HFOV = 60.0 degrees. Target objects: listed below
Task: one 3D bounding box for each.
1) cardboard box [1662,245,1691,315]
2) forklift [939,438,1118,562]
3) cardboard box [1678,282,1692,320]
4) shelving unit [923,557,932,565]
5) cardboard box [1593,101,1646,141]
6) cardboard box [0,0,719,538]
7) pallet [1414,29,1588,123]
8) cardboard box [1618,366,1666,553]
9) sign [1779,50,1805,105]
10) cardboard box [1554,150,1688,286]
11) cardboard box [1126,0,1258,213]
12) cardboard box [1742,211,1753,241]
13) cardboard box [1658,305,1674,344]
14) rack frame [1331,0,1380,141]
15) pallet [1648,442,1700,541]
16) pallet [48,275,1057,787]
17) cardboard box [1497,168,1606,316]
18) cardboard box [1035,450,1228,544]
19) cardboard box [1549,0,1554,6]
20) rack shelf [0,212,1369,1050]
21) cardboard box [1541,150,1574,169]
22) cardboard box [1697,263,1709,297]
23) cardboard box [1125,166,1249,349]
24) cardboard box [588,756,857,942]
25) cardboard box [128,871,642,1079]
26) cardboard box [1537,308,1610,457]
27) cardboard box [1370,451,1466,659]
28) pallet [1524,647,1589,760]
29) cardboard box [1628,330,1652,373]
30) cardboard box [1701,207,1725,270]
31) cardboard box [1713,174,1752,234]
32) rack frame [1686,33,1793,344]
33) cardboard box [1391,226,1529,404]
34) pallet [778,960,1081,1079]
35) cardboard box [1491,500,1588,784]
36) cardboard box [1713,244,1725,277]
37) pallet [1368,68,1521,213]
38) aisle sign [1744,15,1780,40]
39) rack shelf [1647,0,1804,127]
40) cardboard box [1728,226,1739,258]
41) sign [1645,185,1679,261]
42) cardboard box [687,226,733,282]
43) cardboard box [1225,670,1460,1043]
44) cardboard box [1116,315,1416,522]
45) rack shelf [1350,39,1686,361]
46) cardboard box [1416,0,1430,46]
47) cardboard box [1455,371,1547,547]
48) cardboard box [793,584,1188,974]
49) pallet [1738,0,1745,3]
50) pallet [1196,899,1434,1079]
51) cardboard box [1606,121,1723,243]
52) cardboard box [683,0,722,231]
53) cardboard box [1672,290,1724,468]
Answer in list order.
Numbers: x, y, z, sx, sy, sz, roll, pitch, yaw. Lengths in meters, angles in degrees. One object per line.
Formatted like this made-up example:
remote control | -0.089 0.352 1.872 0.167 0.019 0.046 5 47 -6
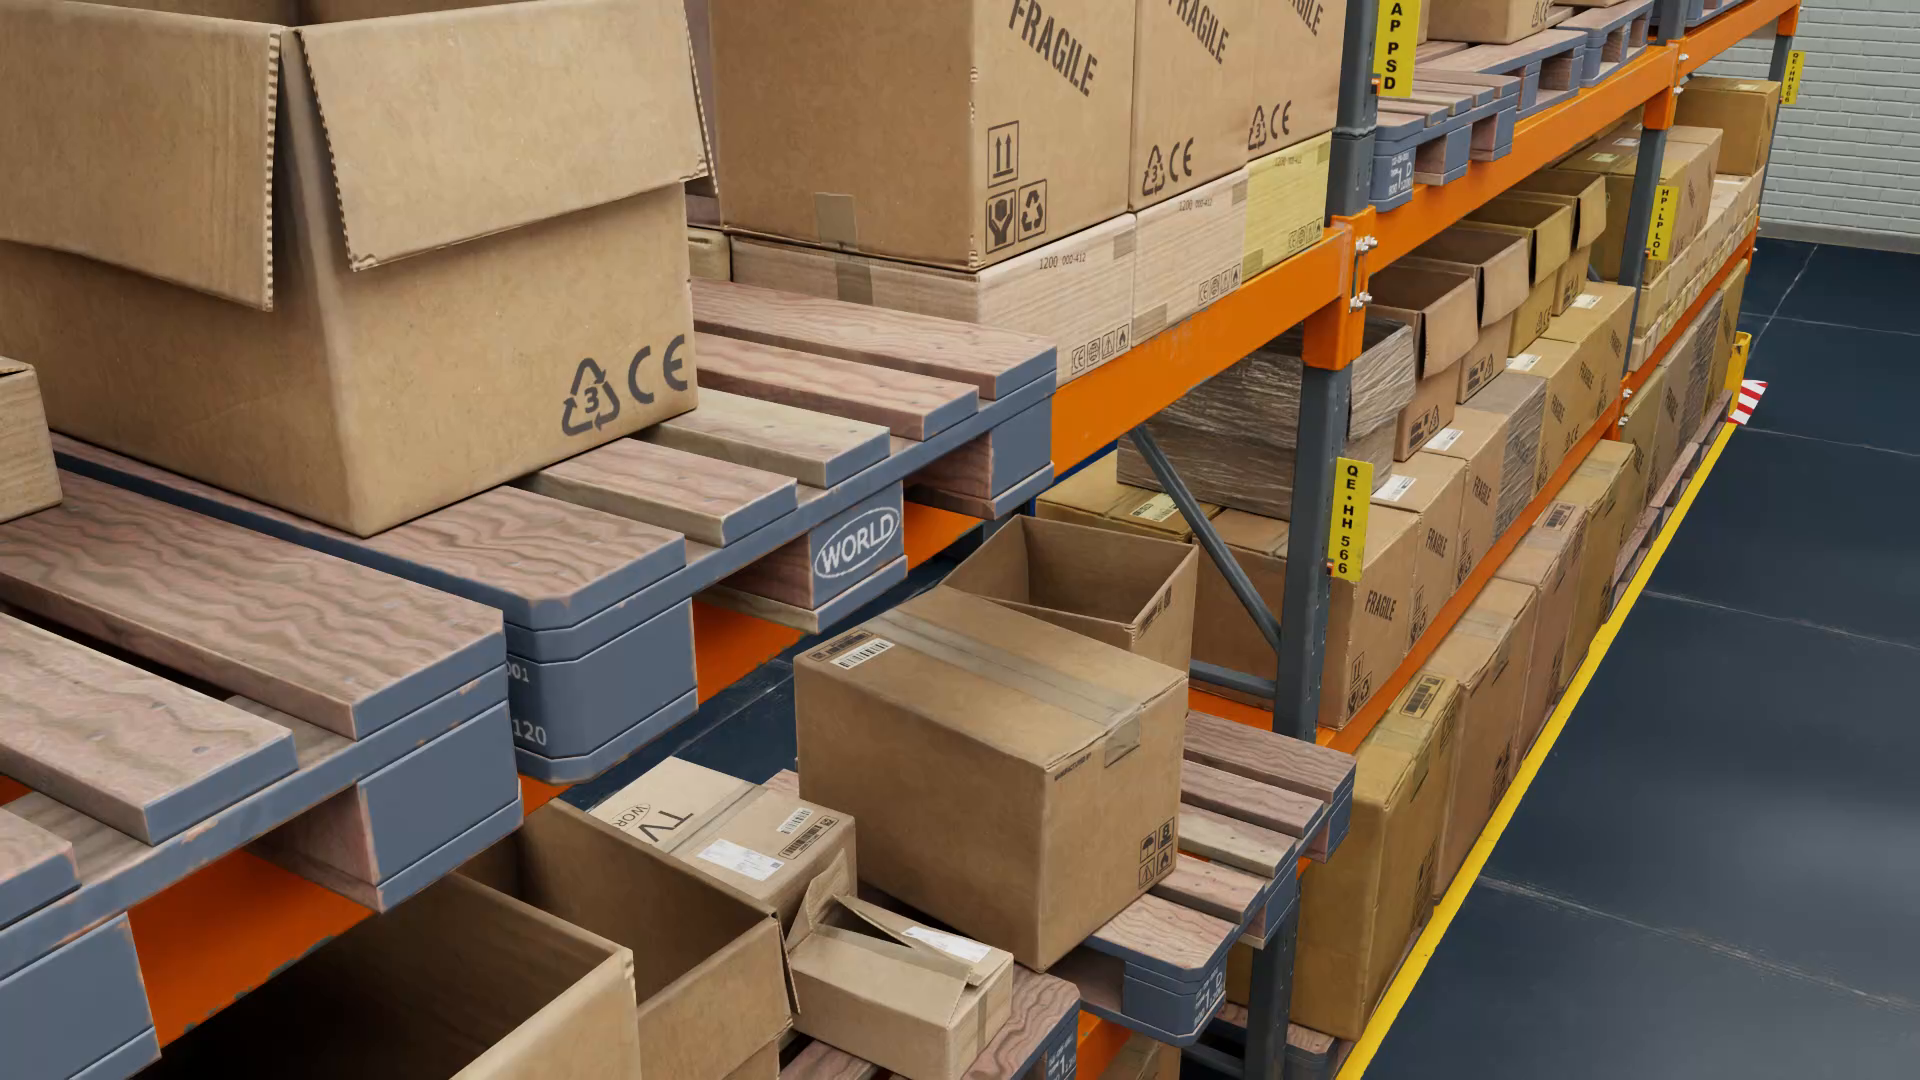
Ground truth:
cardboard box | 3.369 -1.354 8.416 0.500 0.250 0.500 14 27 29
forklift | 0.855 -1.676 9.431 1.130 2.935 3.031 21 31 39
cardboard box | 3.619 -1.284 8.756 0.380 0.149 0.250 13 27 28
shelving unit | -0.556 -0.504 8.526 0.431 1.500 0.755 21 31 39
cardboard box | 3.727 -2.327 9.720 0.500 0.500 0.500 13 27 28
cardboard box | -0.760 -0.388 1.937 0.797 0.503 0.637 15 28 31
pallet | 1.404 -1.562 5.544 1.003 0.211 1.213 15 28 31
cardboard box | 3.048 -0.439 8.635 0.875 0.875 0.875 14 27 29
sign | 5.195 -2.887 10.388 0.100 0.325 0.005 14 27 29
cardboard box | 3.101 -1.535 7.892 0.500 0.500 0.500 14 27 29
cardboard box | 0.221 -0.929 3.089 0.500 0.500 0.500 14 27 29
cardboard box | 4.698 -1.973 10.348 0.380 0.149 0.250 14 27 29
cardboard box | 3.347 -1.108 8.350 0.380 0.149 0.250 15 28 31
rack frame | 0.522 -2.419 3.510 1.000 3.000 0.127 14 27 29
pallet | 3.742 -0.390 9.884 1.003 0.211 1.213 14 27 29
pallet | -0.628 -0.143 2.264 1.213 0.211 1.003 14 27 29
cardboard box | 2.302 -1.305 7.099 0.797 0.503 0.637 13 27 28
cardboard box | 0.571 0.070 5.187 0.500 0.500 0.500 15 27 31
cardboard box | 1.976 -2.193 6.347 0.500 0.311 0.500 13 27 27
rack shelf | -0.533 -0.037 2.689 1.077 0.370 4.000 14 27 29
cardboard box | 2.647 -1.639 8.130 0.500 0.500 0.500 15 27 30
cardboard box | 3.891 -1.457 9.156 0.380 0.149 0.250 13 27 27
cardboard box | 0.229 -0.591 3.253 0.500 0.250 0.500 14 27 29
cardboard box | -0.558 0.728 3.453 0.500 0.250 0.500 13 27 27
cardboard box | -1.050 0.978 1.932 1.000 1.000 1.000 14 27 29
cardboard box | 2.350 -0.681 6.921 0.500 0.500 0.500 15 27 31
cardboard box | 1.279 0.007 5.332 0.500 0.500 0.500 13 27 28
pallet | 2.289 0.540 7.736 1.003 0.211 1.213 14 27 29
cardboard box | 3.070 -0.930 7.940 0.380 0.149 0.250 14 27 29
cardboard box | 3.904 -1.695 9.203 0.500 0.250 0.500 14 27 29
cardboard box | 4.443 -2.043 10.008 0.500 0.250 0.500 13 27 28
rack frame | 4.742 -2.366 10.939 1.000 3.000 0.127 14 27 29
cardboard box | 1.615 -0.862 6.078 0.797 0.503 0.637 15 27 31
pallet | -0.488 1.099 3.177 1.003 0.211 1.213 14 27 29
cardboard box | 1.840 0.289 6.953 1.225 0.875 0.875 13 27 27
cardboard box | 4.160 -1.629 9.552 0.380 0.149 0.250 14 27 29
pallet | 0.816 -1.184 4.671 1.213 0.211 1.003 15 28 31
aisle sign | 5.034 -3.520 10.333 0.394 0.787 0.004 14 27 29
rack shelf | 3.687 -2.737 8.927 1.077 0.370 4.000 14 27 29
cardboard box | 4.431 -1.804 9.958 0.380 0.149 0.250 14 27 30
sign | 3.098 -1.400 7.351 0.100 0.325 0.005 14 27 29
cardboard box | -0.477 -0.519 3.087 0.500 0.250 0.500 15 27 30
cardboard box | 0.903 0.888 5.568 1.225 0.875 0.875 12 26 27
cardboard box | 0.921 -0.415 5.045 0.797 0.503 0.637 15 28 31
rack shelf | 1.577 -1.387 5.808 1.077 0.370 4.000 14 27 29
cardboard box | 1.163 -1.811 5.229 0.500 0.500 0.500 16 28 32
cardboard box | 1.812 -0.335 6.122 0.500 0.500 0.500 14 27 29
cardboard box | 0.061 0.496 3.674 0.700 0.500 0.500 19 30 37
pallet | 3.716 -3.036 8.822 1.003 0.211 1.213 14 27 29
pallet | 1.001 1.364 5.834 1.003 0.211 1.213 14 27 29
cardboard box | 3.638 -1.877 8.680 0.500 0.500 0.500 13 27 27
cardboard box | -0.475 -0.871 2.956 0.500 0.500 0.500 13 27 27
cardboard box | 3.992 -1.043 10.030 0.875 0.875 0.875 14 27 29
